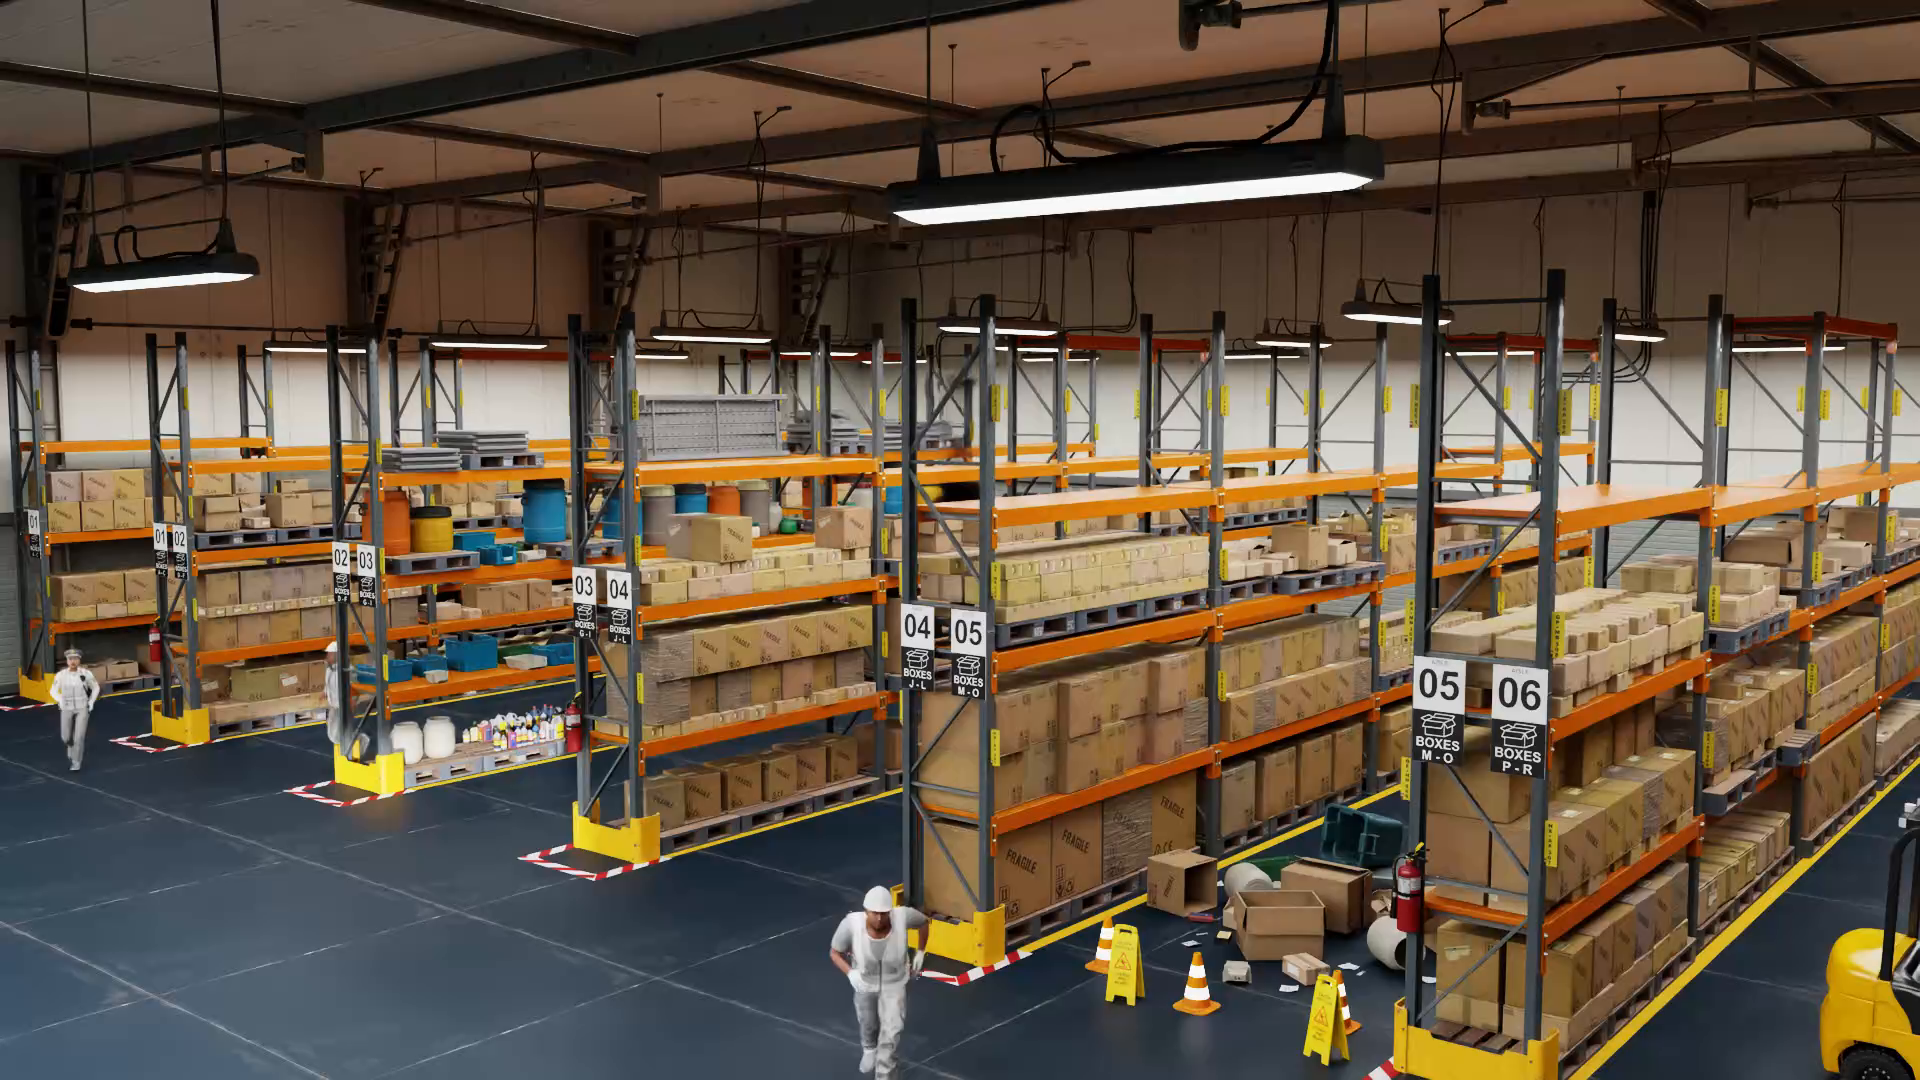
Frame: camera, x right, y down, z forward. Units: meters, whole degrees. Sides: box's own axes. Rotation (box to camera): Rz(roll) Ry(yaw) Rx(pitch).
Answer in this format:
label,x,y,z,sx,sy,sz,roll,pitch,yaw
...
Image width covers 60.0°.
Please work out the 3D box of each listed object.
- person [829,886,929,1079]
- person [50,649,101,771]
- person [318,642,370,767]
label,x,y,z,sx,sy,sz,roll,pitch,yaw
person,-0.589,3.258,12.079,0.728,1.730,1.053,-1,5,-7
person,-12.083,2.299,22.727,0.609,1.648,0.611,-2,6,-24
person,-8.512,2.261,22.974,0.681,1.740,0.607,4,7,38
